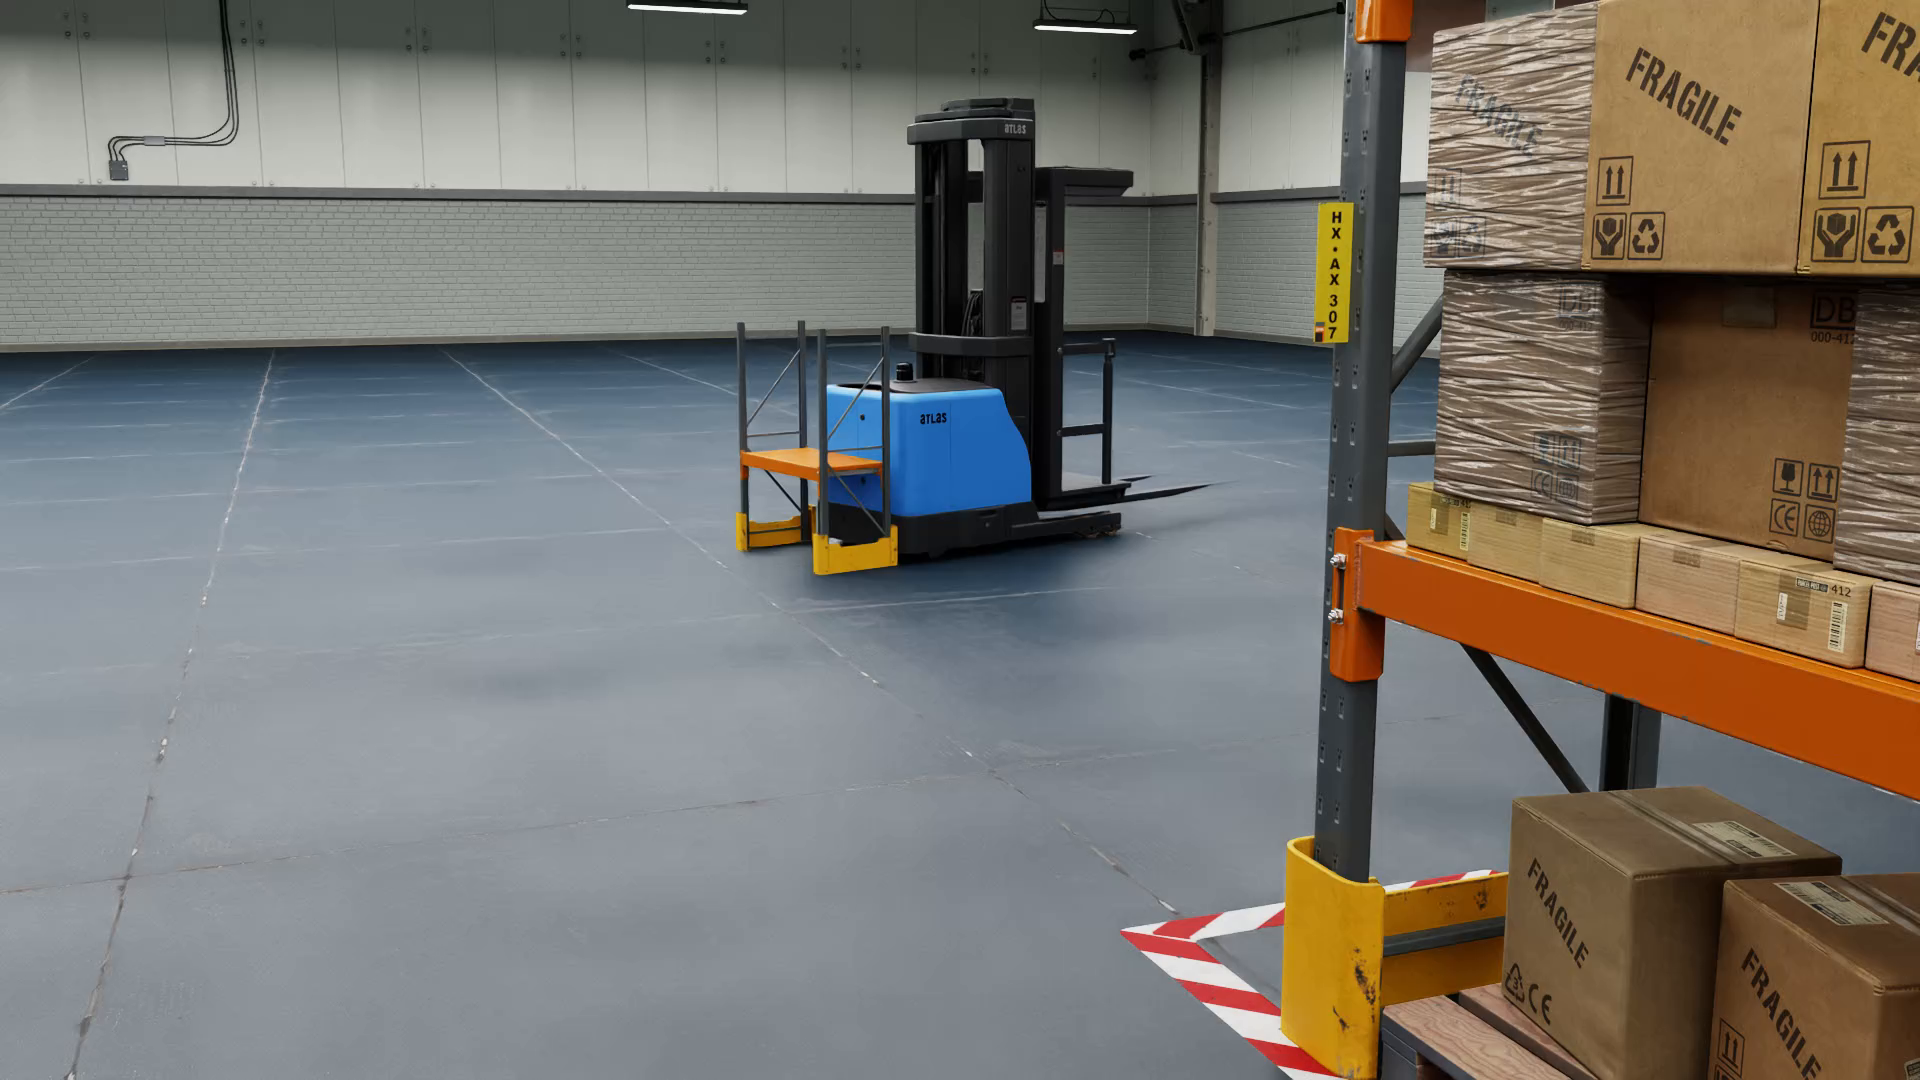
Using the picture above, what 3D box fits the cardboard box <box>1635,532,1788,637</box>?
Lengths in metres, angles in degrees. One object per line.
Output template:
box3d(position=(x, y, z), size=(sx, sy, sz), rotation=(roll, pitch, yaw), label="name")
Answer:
box3d(position=(1.530, 0.071, 3.173), size=(0.380, 0.149, 0.250), rotation=(-4, 11, -21), label="cardboard box")

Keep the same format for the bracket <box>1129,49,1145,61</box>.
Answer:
box3d(position=(4.088, -11.176, 38.276), size=(0.235, 0.232, 0.430), rotation=(-4, 11, -21), label="bracket")

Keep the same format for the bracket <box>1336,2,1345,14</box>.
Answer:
box3d(position=(7.121, -9.810, 30.595), size=(0.235, 0.232, 0.430), rotation=(-4, 11, -21), label="bracket")

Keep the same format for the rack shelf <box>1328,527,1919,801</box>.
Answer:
box3d(position=(2.114, 0.443, 2.418), size=(1.077, 0.370, 4.000), rotation=(-4, 11, -21), label="rack shelf")

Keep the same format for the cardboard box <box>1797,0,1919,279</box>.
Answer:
box3d(position=(1.692, -0.655, 2.547), size=(0.500, 0.500, 0.500), rotation=(-4, 11, -21), label="cardboard box")

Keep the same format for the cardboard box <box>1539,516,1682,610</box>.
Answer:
box3d(position=(1.420, 0.032, 3.395), size=(0.380, 0.149, 0.250), rotation=(-4, 11, -21), label="cardboard box")

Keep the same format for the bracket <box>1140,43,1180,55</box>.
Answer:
box3d(position=(4.302, -11.079, 37.734), size=(0.076, 0.066, 3.189), rotation=(-4, 11, -21), label="bracket")

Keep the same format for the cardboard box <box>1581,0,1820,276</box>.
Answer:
box3d(position=(1.510, -0.736, 3.005), size=(0.500, 0.500, 0.500), rotation=(-4, 11, -21), label="cardboard box")

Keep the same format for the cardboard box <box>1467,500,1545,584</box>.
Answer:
box3d(position=(1.343, -0.010, 3.630), size=(0.380, 0.149, 0.250), rotation=(-4, 11, -21), label="cardboard box")

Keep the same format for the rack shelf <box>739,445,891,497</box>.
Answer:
box3d(position=(-0.945, -0.451, 10.698), size=(0.538, 0.185, 1.000), rotation=(-7, 12, -35), label="rack shelf")

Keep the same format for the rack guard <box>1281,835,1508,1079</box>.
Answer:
box3d(position=(1.417, 1.006, 4.340), size=(1.175, 0.500, 0.348), rotation=(-4, 11, -21), label="rack guard")

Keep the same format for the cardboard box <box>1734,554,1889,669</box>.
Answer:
box3d(position=(1.614, 0.112, 2.941), size=(0.380, 0.149, 0.250), rotation=(-4, 11, -21), label="cardboard box")

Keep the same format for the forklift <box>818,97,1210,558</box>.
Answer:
box3d(position=(0.499, -1.515, 11.569), size=(3.031, 2.935, 1.130), rotation=(-8, 13, -39), label="forklift")

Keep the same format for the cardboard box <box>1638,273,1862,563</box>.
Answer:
box3d(position=(1.856, -0.268, 3.225), size=(0.875, 0.500, 0.500), rotation=(-4, 11, -21), label="cardboard box")

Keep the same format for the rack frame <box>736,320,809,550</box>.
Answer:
box3d(position=(-1.242, -0.700, 11.073), size=(0.500, 1.500, 0.032), rotation=(-7, 12, -35), label="rack frame")

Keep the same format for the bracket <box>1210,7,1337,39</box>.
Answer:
box3d(position=(6.181, -10.233, 32.975), size=(0.076, 0.066, 4.783), rotation=(-4, 11, -21), label="bracket")

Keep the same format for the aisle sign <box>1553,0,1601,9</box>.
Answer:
box3d(position=(1.647, -1.547, 4.127), size=(0.394, 0.787, 0.004), rotation=(-4, 11, -21), label="aisle sign")

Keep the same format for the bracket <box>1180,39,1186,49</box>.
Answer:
box3d(position=(4.947, -10.789, 36.101), size=(0.235, 0.232, 0.430), rotation=(-4, 11, -21), label="bracket")

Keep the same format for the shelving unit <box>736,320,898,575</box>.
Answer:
box3d(position=(-0.939, -0.626, 10.659), size=(0.587, 1.500, 1.083), rotation=(-7, 12, -35), label="shelving unit")

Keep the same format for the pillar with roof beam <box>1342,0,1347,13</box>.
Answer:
box3d(position=(3.590, -7.719, 29.120), size=(9.100, 9.000, 0.548), rotation=(-4, 11, -21), label="pillar with roof beam")

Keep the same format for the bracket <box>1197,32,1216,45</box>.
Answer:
box3d(position=(5.248, -10.654, 35.339), size=(0.235, 0.232, 0.430), rotation=(-4, 11, -21), label="bracket")

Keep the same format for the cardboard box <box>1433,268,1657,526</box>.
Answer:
box3d(position=(1.563, -0.342, 3.641), size=(0.875, 0.500, 0.500), rotation=(-4, 11, -21), label="cardboard box")

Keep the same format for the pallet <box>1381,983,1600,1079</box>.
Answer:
box3d(position=(1.679, 1.283, 3.607), size=(1.003, 0.211, 1.213), rotation=(-4, 11, -21), label="pallet")

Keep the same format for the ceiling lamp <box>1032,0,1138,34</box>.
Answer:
box3d(position=(2.205, -10.900, 30.335), size=(2.000, 3.185, 0.800), rotation=(-4, 11, -21), label="ceiling lamp")

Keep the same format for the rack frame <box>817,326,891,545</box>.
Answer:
box3d(position=(-0.647, -0.556, 10.261), size=(0.500, 1.500, 0.032), rotation=(-7, 12, -35), label="rack frame")

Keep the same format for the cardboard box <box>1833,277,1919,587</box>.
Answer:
box3d(position=(1.997, -0.183, 2.751), size=(0.875, 0.500, 0.500), rotation=(-4, 11, -21), label="cardboard box")

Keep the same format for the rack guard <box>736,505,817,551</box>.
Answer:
box3d(position=(-1.231, -0.082, 11.166), size=(0.587, 0.250, 0.087), rotation=(-7, 12, -35), label="rack guard")

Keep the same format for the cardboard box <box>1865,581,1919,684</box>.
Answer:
box3d(position=(1.730, 0.151, 2.721), size=(0.380, 0.149, 0.250), rotation=(-4, 11, -21), label="cardboard box")

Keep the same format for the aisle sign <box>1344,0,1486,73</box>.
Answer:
box3d(position=(1.087, -1.509, 3.913), size=(0.394, 0.787, 0.004), rotation=(-4, 11, -21), label="aisle sign")

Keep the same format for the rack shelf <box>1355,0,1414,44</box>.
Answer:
box3d(position=(2.114, -1.034, 2.156), size=(1.077, 0.370, 4.000), rotation=(-4, 11, -21), label="rack shelf")

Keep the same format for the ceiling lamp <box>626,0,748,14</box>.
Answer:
box3d(position=(-4.636, -10.434, 27.716), size=(2.000, 3.185, 0.800), rotation=(-4, 11, -21), label="ceiling lamp")

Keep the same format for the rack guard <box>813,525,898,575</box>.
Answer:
box3d(position=(-0.648, 0.060, 10.371), size=(0.587, 0.250, 0.087), rotation=(-7, 12, -35), label="rack guard")

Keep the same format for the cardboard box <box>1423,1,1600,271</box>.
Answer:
box3d(position=(1.335, -0.818, 3.466), size=(0.500, 0.500, 0.500), rotation=(-4, 11, -21), label="cardboard box")

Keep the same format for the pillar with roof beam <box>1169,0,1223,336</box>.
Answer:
box3d(position=(1.416, -8.698, 34.626), size=(9.100, 9.000, 0.548), rotation=(-4, 11, -21), label="pillar with roof beam")

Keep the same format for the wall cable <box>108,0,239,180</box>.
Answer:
box3d(position=(-14.912, -9.812, 31.173), size=(2.305, 6.003, 0.169), rotation=(-4, 11, -21), label="wall cable")

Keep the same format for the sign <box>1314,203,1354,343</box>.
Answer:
box3d(position=(0.884, -0.629, 3.921), size=(0.100, 0.325, 0.005), rotation=(-4, 11, -21), label="sign")

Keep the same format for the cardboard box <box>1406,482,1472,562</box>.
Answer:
box3d(position=(1.271, -0.052, 3.866), size=(0.380, 0.149, 0.250), rotation=(-4, 11, -21), label="cardboard box")

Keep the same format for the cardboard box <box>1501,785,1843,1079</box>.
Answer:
box3d(position=(1.600, 0.889, 3.794), size=(0.500, 0.500, 0.500), rotation=(-2, 10, -10), label="cardboard box")

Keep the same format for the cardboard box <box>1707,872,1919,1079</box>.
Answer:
box3d(position=(1.849, 0.985, 3.257), size=(0.500, 0.500, 0.500), rotation=(-1, 10, -6), label="cardboard box")

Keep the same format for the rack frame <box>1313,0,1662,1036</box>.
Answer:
box3d(position=(1.390, -0.238, 4.190), size=(1.000, 3.000, 0.127), rotation=(-4, 11, -21), label="rack frame")
